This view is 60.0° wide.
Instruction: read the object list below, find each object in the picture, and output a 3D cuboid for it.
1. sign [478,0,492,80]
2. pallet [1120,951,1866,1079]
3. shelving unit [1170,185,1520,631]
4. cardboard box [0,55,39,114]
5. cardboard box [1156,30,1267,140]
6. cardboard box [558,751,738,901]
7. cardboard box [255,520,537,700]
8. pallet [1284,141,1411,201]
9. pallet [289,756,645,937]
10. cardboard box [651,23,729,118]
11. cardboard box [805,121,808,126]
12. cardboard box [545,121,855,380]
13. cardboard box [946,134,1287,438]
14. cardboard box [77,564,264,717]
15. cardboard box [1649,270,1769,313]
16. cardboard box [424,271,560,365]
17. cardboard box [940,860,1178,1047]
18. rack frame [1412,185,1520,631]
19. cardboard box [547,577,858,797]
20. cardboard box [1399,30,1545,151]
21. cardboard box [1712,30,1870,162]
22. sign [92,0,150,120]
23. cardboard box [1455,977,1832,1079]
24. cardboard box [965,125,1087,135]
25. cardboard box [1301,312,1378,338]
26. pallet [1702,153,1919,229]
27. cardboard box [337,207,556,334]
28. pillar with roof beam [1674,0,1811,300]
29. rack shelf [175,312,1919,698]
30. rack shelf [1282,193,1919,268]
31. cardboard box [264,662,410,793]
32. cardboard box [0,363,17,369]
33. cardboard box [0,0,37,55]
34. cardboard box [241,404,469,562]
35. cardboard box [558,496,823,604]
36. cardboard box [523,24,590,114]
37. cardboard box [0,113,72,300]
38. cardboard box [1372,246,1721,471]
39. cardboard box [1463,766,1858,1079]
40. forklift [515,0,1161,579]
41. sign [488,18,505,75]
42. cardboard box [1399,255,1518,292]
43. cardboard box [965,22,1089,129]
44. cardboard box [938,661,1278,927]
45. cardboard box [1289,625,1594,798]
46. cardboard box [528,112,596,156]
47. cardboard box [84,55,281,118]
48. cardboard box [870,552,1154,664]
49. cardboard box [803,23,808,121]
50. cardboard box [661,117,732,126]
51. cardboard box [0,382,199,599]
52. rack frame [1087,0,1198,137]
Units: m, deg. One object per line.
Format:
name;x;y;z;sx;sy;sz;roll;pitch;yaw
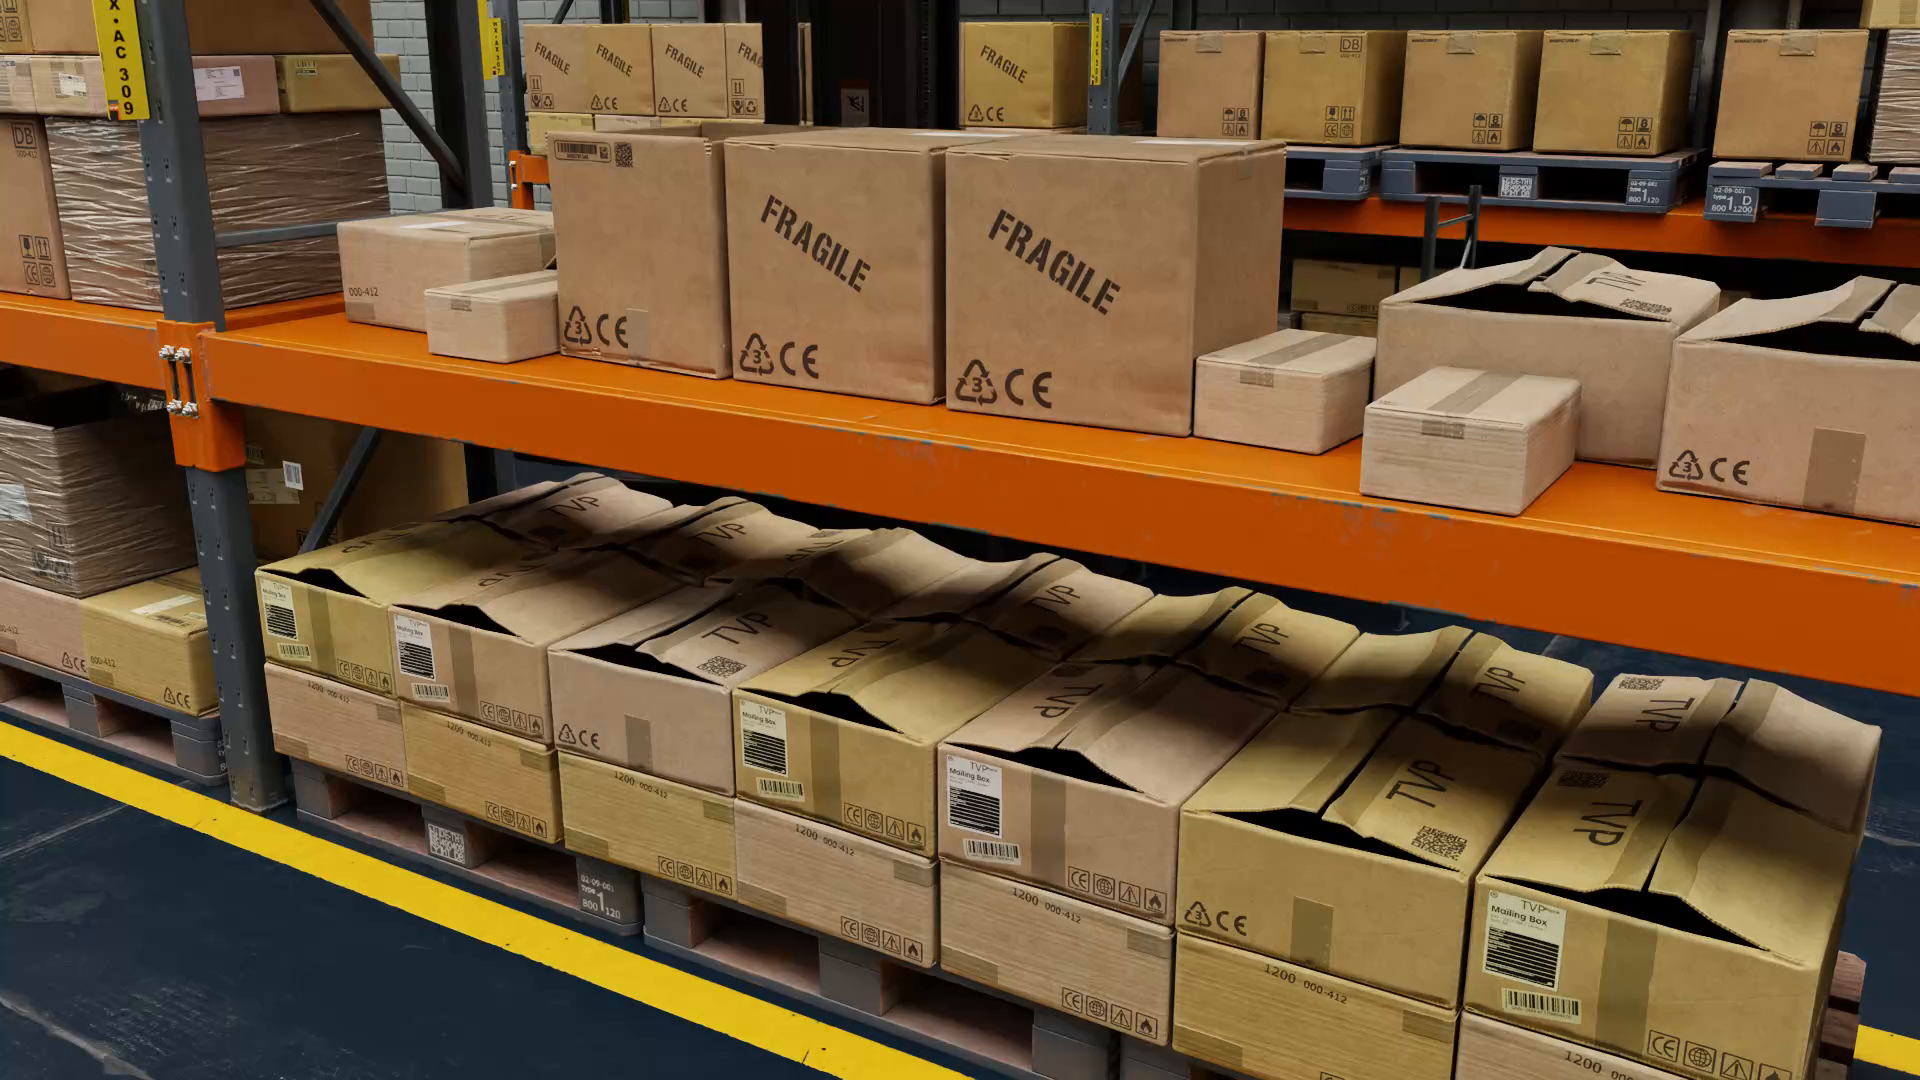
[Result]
sign;-1.386;-1.481;4.740;0.005;0.325;0.100;10;20;30
pallet;1.066;0.979;3.296;1.213;0.211;1.003;10;20;30
shelving unit;1.378;-0.552;6.119;1.048;1.500;0.538;14;22;39
cardboard box;-2.439;-1.253;4.557;0.250;0.149;0.380;9;19;28
cardboard box;1.344;-2.229;8.129;0.500;0.500;0.700;10;20;30
cardboard box;-0.570;0.565;3.870;0.500;0.250;0.500;9;19;28
cardboard box;-1.439;0.142;4.297;0.500;0.311;0.500;10;20;30
pallet;1.503;-1.812;8.017;1.213;0.211;1.003;10;20;30
pallet;-1.013;0.608;4.518;1.213;0.211;1.003;10;20;30
cardboard box;-1.378;-2.657;9.400;0.500;0.500;0.500;9;19;28
cardboard box;-0.491;-2.142;8.995;0.500;0.250;0.500;10;20;30
cardboard box;-0.566;-0.676;3.773;0.500;0.500;0.500;12;21;34
cardboard box;0.309;-0.520;3.259;0.500;0.500;0.500;9;19;27
cardboard box;-2.171;0.269;4.842;0.500;0.250;0.500;10;20;30
cardboard box;3.243;-1.020;7.332;0.500;0.250;0.500;11;20;31
cardboard box;-1.013;-0.523;3.876;0.250;0.149;0.380;10;20;30
cardboard box;0.303;0.720;3.359;0.500;0.250;0.500;11;20;31
rack frame;1.764;-0.456;5.802;0.032;1.500;0.500;14;22;39
cardboard box;-0.574;0.298;3.784;0.500;0.311;0.500;9;19;28
cardboard box;2.394;-2.050;7.539;0.500;0.500;0.700;13;21;38
cardboard box;3.440;-1.854;6.894;0.500;0.500;0.700;8;19;25
sign;-1.950;-1.143;3.859;0.005;0.325;0.100;10;20;30
cardboard box;1.171;0.874;2.850;0.500;0.250;0.500;11;20;31
cardboard box;0.366;-1.991;8.499;0.500;0.250;0.500;10;20;30
cardboard box;2.031;-0.897;8.217;0.500;0.500;0.700;10;19;29
pallet;3.674;-1.438;6.785;1.003;0.211;1.213;10;20;30
cardboard box;-1.219;-0.693;4.260;0.500;0.250;0.500;12;20;33
pillar with roof beam;1.428;-3.664;3.462;0.400;9.000;9.100;10;20;30
rack shelf;0.043;-0.181;3.553;4.000;0.370;1.077;10;20;30
rack shelf;2.632;-1.408;7.593;4.000;0.370;1.077;10;20;30
cardboard box;-1.447;0.408;4.384;0.500;0.250;0.500;10;19;29
cardboard box;-3.452;-0.316;5.479;0.500;0.500;0.500;10;20;30
cardboard box;-2.474;-1.640;4.716;0.500;0.500;0.700;10;20;30
cardboard box;-1.893;-0.221;5.167;0.500;0.500;0.500;10;20;30
cardboard box;-0.720;0.086;4.482;0.500;0.311;0.500;11;20;32
cardboard box;-2.231;-2.814;9.919;0.500;0.500;0.500;10;20;30
cardboard box;-2.496;-1.021;4.911;0.500;0.500;0.700;10;20;29
cardboard box;1.086;-0.362;3.065;0.500;0.311;0.500;10;19;29
cardboard box;1.172;0.607;2.765;0.500;0.311;0.500;11;20;31
forklift;-0.717;-1.388;6.407;3.031;2.935;1.130;0;17;1
sign;-2.764;-2.945;9.925;0.005;0.325;0.100;10;20;30
cardboard box;2.386;-1.178;7.851;0.500;0.250;0.500;9;19;28
cardboard box;0.363;-2.348;8.385;0.500;0.500;0.500;10;20;30
cardboard box;0.297;0.452;3.275;0.500;0.311;0.500;10;20;30
cardboard box;1.003;0.396;3.462;0.500;0.311;0.500;10;19;29
cardboard box;-2.231;-2.450;10.009;0.500;0.250;0.500;9;19;28
cardboard box;-2.005;-1.176;4.302;0.250;0.149;0.380;10;20;30
cardboard box;0.131;0.239;3.976;0.500;0.311;0.500;10;19;29
cardboard box;-0.488;-2.502;8.891;0.500;0.500;0.500;9;19;28
cardboard box;-1.350;-2.295;9.501;0.500;0.250;0.500;10;19;29
cardboard box;-2.591;-0.168;4.993;0.500;0.500;0.500;10;20;30
rack frame;0.928;-2.056;8.490;0.127;3.000;1.000;10;20;30
